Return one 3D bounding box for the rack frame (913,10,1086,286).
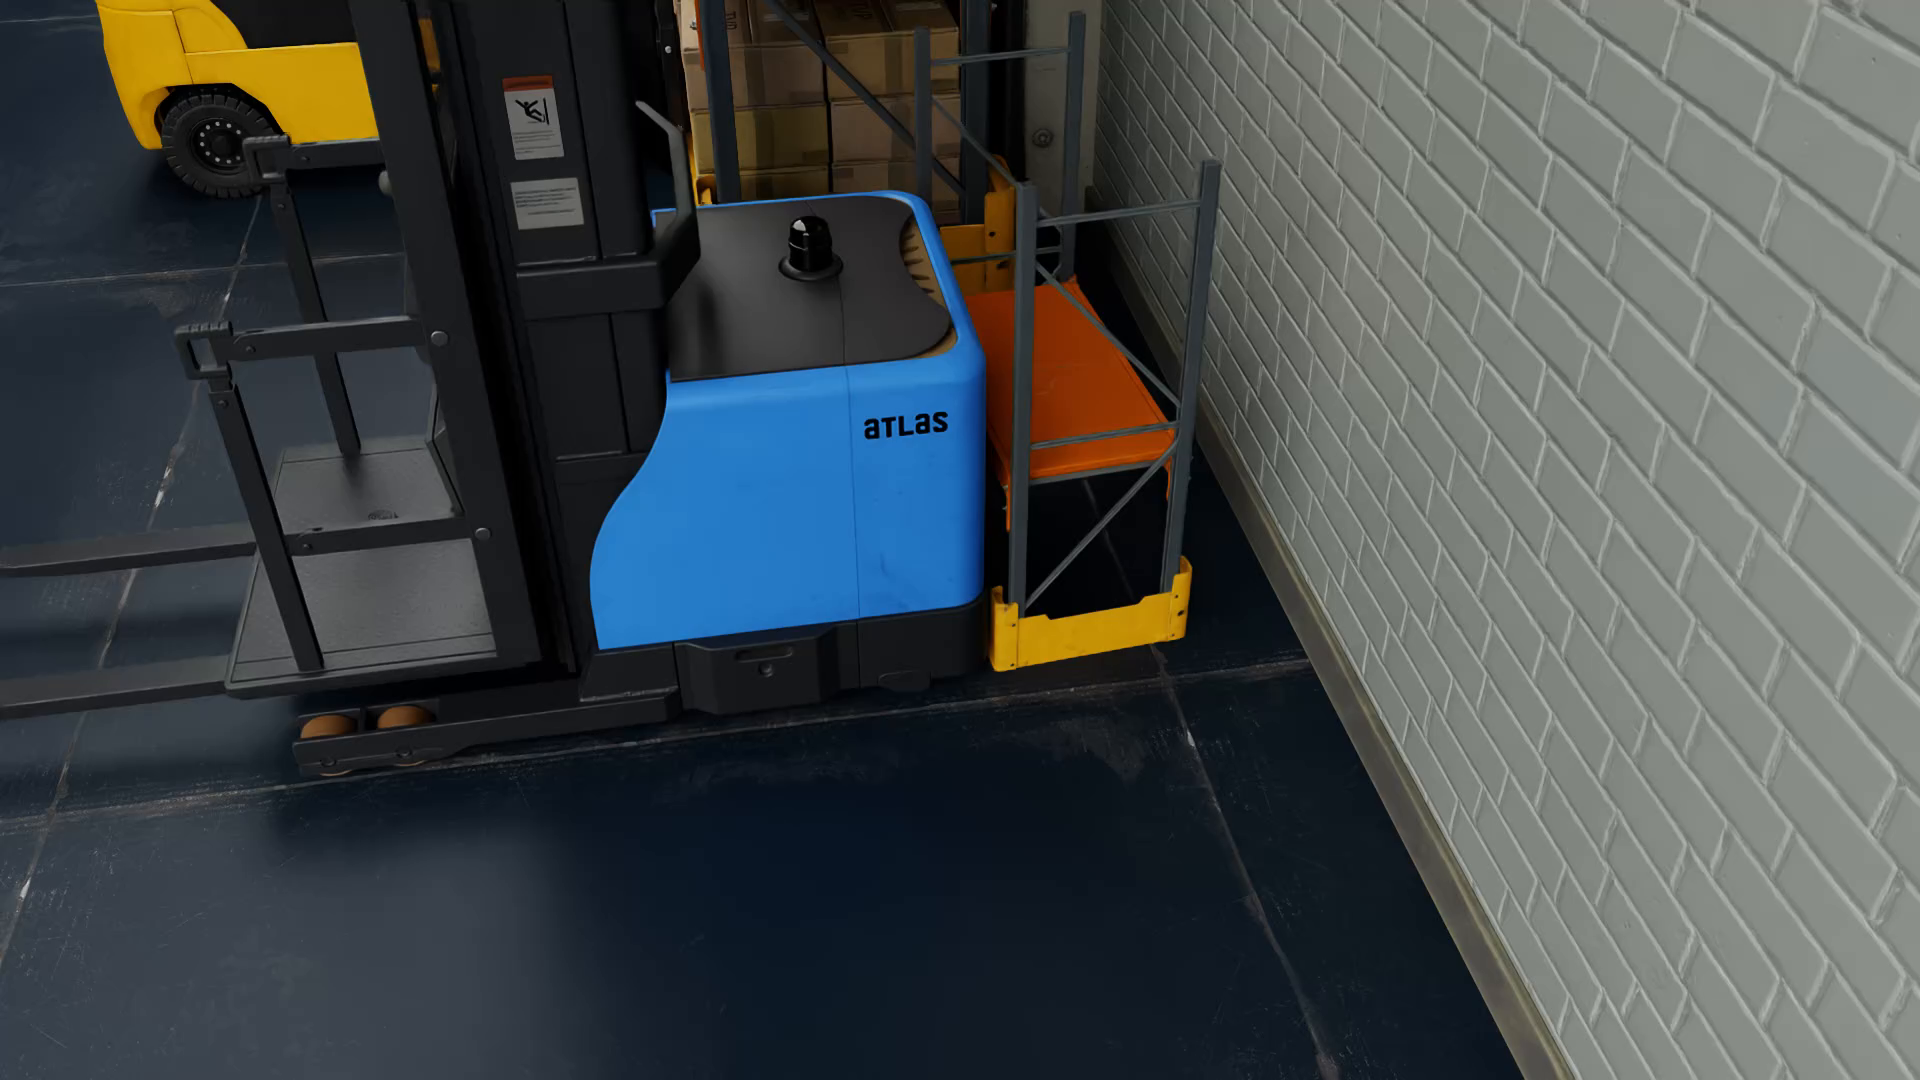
[{"bbox_3d":[0.114,-0.875,5.153,0.500,1.500,0.032,-9,39,-12],"label":"rack frame"}]

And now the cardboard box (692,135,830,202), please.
[{"bbox_3d":[-0.789,-1.449,6.568,0.500,0.250,0.500,-6,38,-8],"label":"cardboard box"}]

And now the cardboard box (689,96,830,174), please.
[{"bbox_3d":[-0.788,-1.657,6.429,0.500,0.250,0.500,-7,38,-9],"label":"cardboard box"}]

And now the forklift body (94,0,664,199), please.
[{"bbox_3d":[-2.524,-2.733,7.014,2.313,2.155,1.214,-6,38,-8],"label":"forklift body"}]

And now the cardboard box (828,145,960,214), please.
[{"bbox_3d":[-0.289,-1.516,6.656,0.500,0.250,0.500,-6,38,-8],"label":"cardboard box"}]

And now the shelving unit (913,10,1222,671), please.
[{"bbox_3d":[0.244,-0.579,4.773,0.587,1.500,1.083,-9,39,-12],"label":"shelving unit"}]

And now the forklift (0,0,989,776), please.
[{"bbox_3d":[-1.488,-0.880,3.993,3.031,2.935,1.130,-7,38,-8],"label":"forklift"}]

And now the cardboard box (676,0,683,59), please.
[{"bbox_3d":[-0.878,-2.146,6.651,0.500,0.250,0.500,-6,38,-7],"label":"cardboard box"}]

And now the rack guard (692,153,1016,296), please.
[{"bbox_3d":[-0.391,-1.117,6.280,1.175,0.500,0.348,-6,38,-8],"label":"rack guard"}]

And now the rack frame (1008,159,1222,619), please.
[{"bbox_3d":[0.378,-0.272,4.378,0.500,1.500,0.032,-9,39,-12],"label":"rack frame"}]

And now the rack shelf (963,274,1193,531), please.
[{"bbox_3d":[0.246,-0.431,4.876,0.538,0.185,1.000,-9,39,-12],"label":"rack shelf"}]

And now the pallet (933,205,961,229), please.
[{"bbox_3d":[-0.571,-1.475,6.976,1.003,0.211,1.213,-6,38,-8],"label":"pallet"}]

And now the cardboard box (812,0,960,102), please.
[{"bbox_3d":[-0.293,-1.904,6.340,0.500,0.250,0.500,-7,38,-9],"label":"cardboard box"}]

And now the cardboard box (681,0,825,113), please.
[{"bbox_3d":[-0.783,-1.838,6.255,0.500,0.250,0.500,-5,38,-6],"label":"cardboard box"}]

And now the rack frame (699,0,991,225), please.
[{"bbox_3d":[-0.395,-2.119,5.532,1.000,3.000,0.127,-6,38,-8],"label":"rack frame"}]

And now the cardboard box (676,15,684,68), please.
[{"bbox_3d":[-0.977,-2.270,7.219,0.500,0.250,0.500,-7,38,-9],"label":"cardboard box"}]

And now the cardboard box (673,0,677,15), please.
[{"bbox_3d":[-0.977,-2.450,7.042,0.500,0.250,0.500,-6,38,-7],"label":"cardboard box"}]

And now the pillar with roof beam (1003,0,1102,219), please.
[{"bbox_3d":[-3.868,-4.542,3.762,9.100,9.000,0.400,-6,38,-8],"label":"pillar with roof beam"}]

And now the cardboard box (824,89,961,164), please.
[{"bbox_3d":[-0.273,-1.702,6.488,0.500,0.250,0.500,-6,38,-7],"label":"cardboard box"}]

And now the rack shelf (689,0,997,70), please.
[{"bbox_3d":[-0.746,-3.043,7.308,1.077,0.370,4.000,-6,38,-8],"label":"rack shelf"}]

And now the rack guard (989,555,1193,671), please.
[{"bbox_3d":[0.373,0.210,4.776,0.587,0.250,0.087,-9,39,-12],"label":"rack guard"}]
